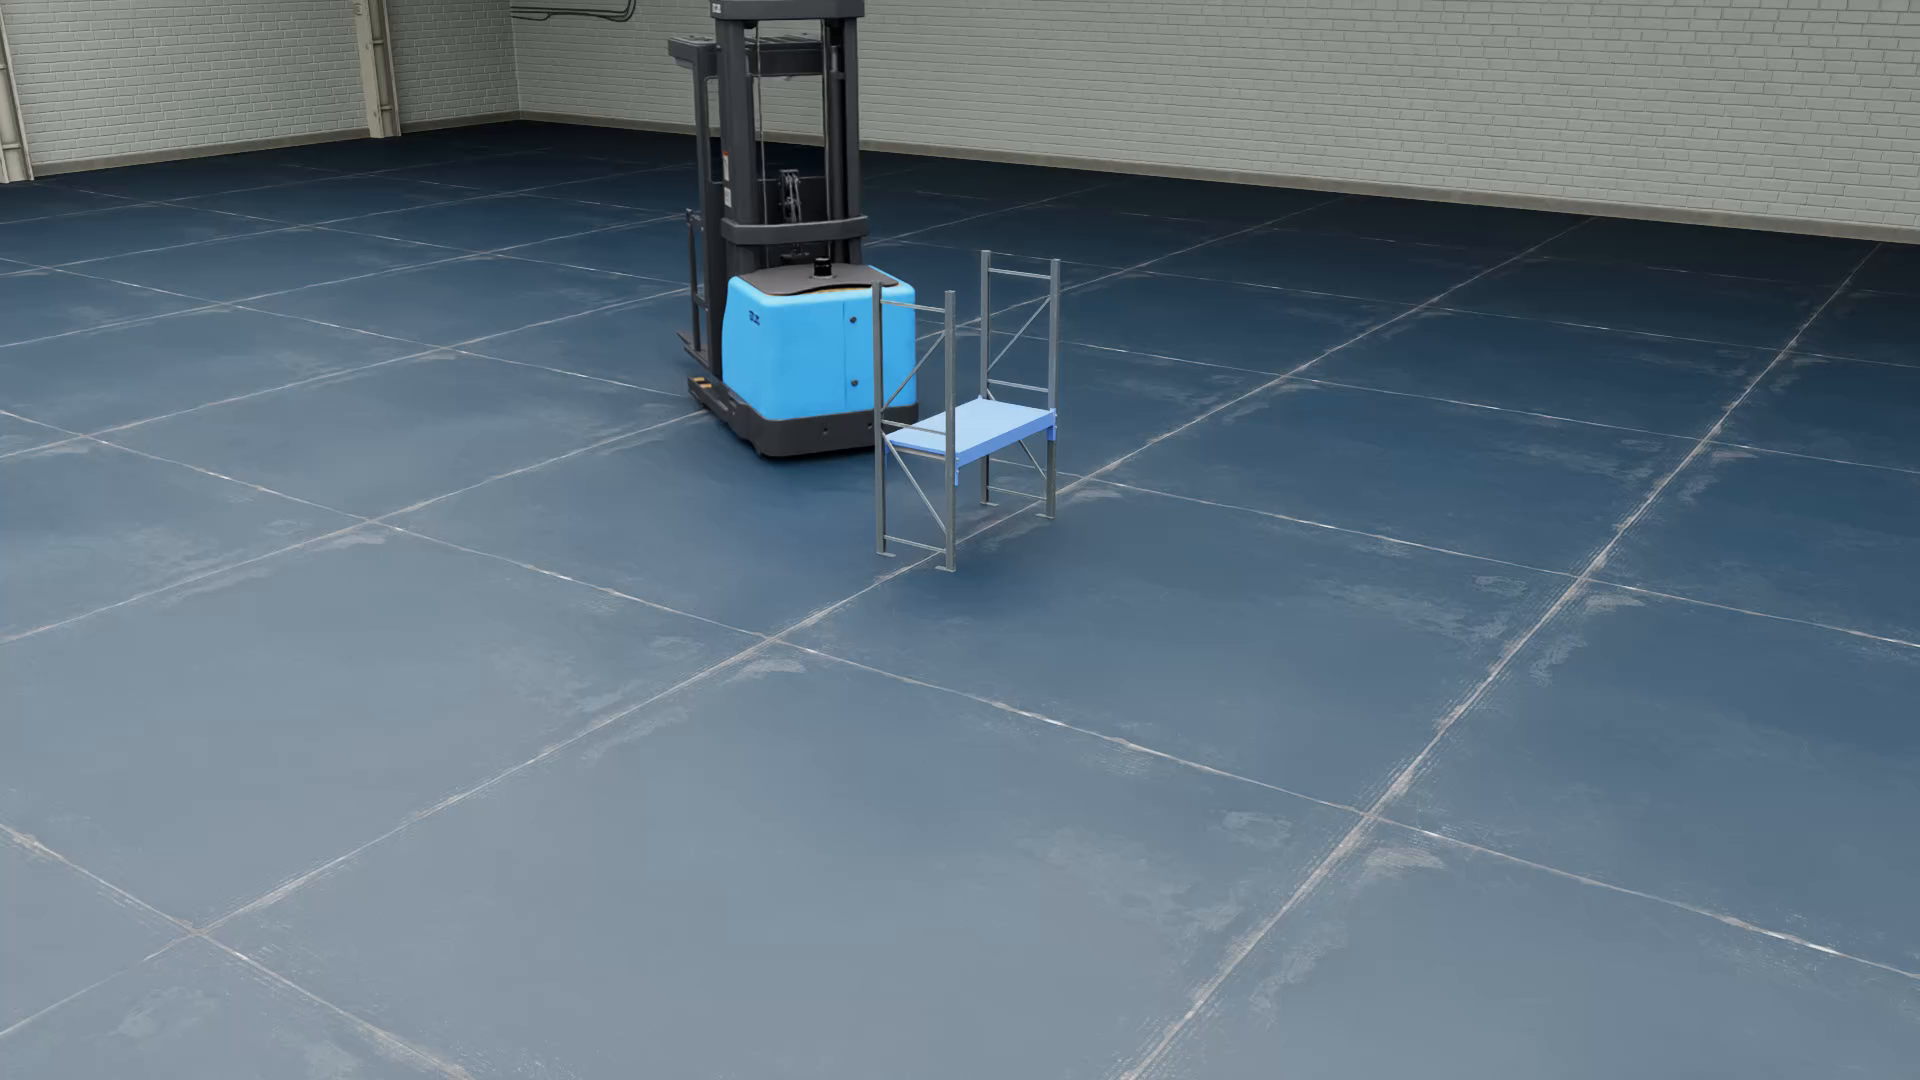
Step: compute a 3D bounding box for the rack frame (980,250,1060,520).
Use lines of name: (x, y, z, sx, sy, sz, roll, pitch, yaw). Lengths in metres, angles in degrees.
rack frame: (0.334, -0.874, 9.465, 0.500, 1.500, 0.032, 13, 24, 32)

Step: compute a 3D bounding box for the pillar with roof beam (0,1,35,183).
pillar with roof beam: (-9.124, -8.200, 18.463, 9.100, 9.000, 0.400, 13, 24, 32)

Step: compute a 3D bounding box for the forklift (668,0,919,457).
forklift: (-1.316, -2.373, 11.455, 1.130, 2.935, 3.031, -8, 22, -22)

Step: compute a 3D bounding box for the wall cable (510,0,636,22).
wall cable: (-6.562, -9.892, 27.513, 3.097, 2.526, 0.112, 13, 24, 32)

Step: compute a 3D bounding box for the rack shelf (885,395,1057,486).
rack shelf: (0.048, -0.559, 9.133, 0.538, 0.185, 1.000, 13, 24, 32)

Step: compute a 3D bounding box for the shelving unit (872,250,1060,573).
shelving unit: (0.048, -0.728, 9.071, 0.538, 1.500, 1.048, 13, 24, 32)

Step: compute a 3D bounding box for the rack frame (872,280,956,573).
rack frame: (-0.238, -0.582, 8.677, 0.500, 1.500, 0.032, 13, 24, 32)

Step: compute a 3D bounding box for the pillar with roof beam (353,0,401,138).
pillar with roof beam: (-5.751, -9.922, 23.117, 9.100, 9.000, 0.400, 13, 24, 32)
